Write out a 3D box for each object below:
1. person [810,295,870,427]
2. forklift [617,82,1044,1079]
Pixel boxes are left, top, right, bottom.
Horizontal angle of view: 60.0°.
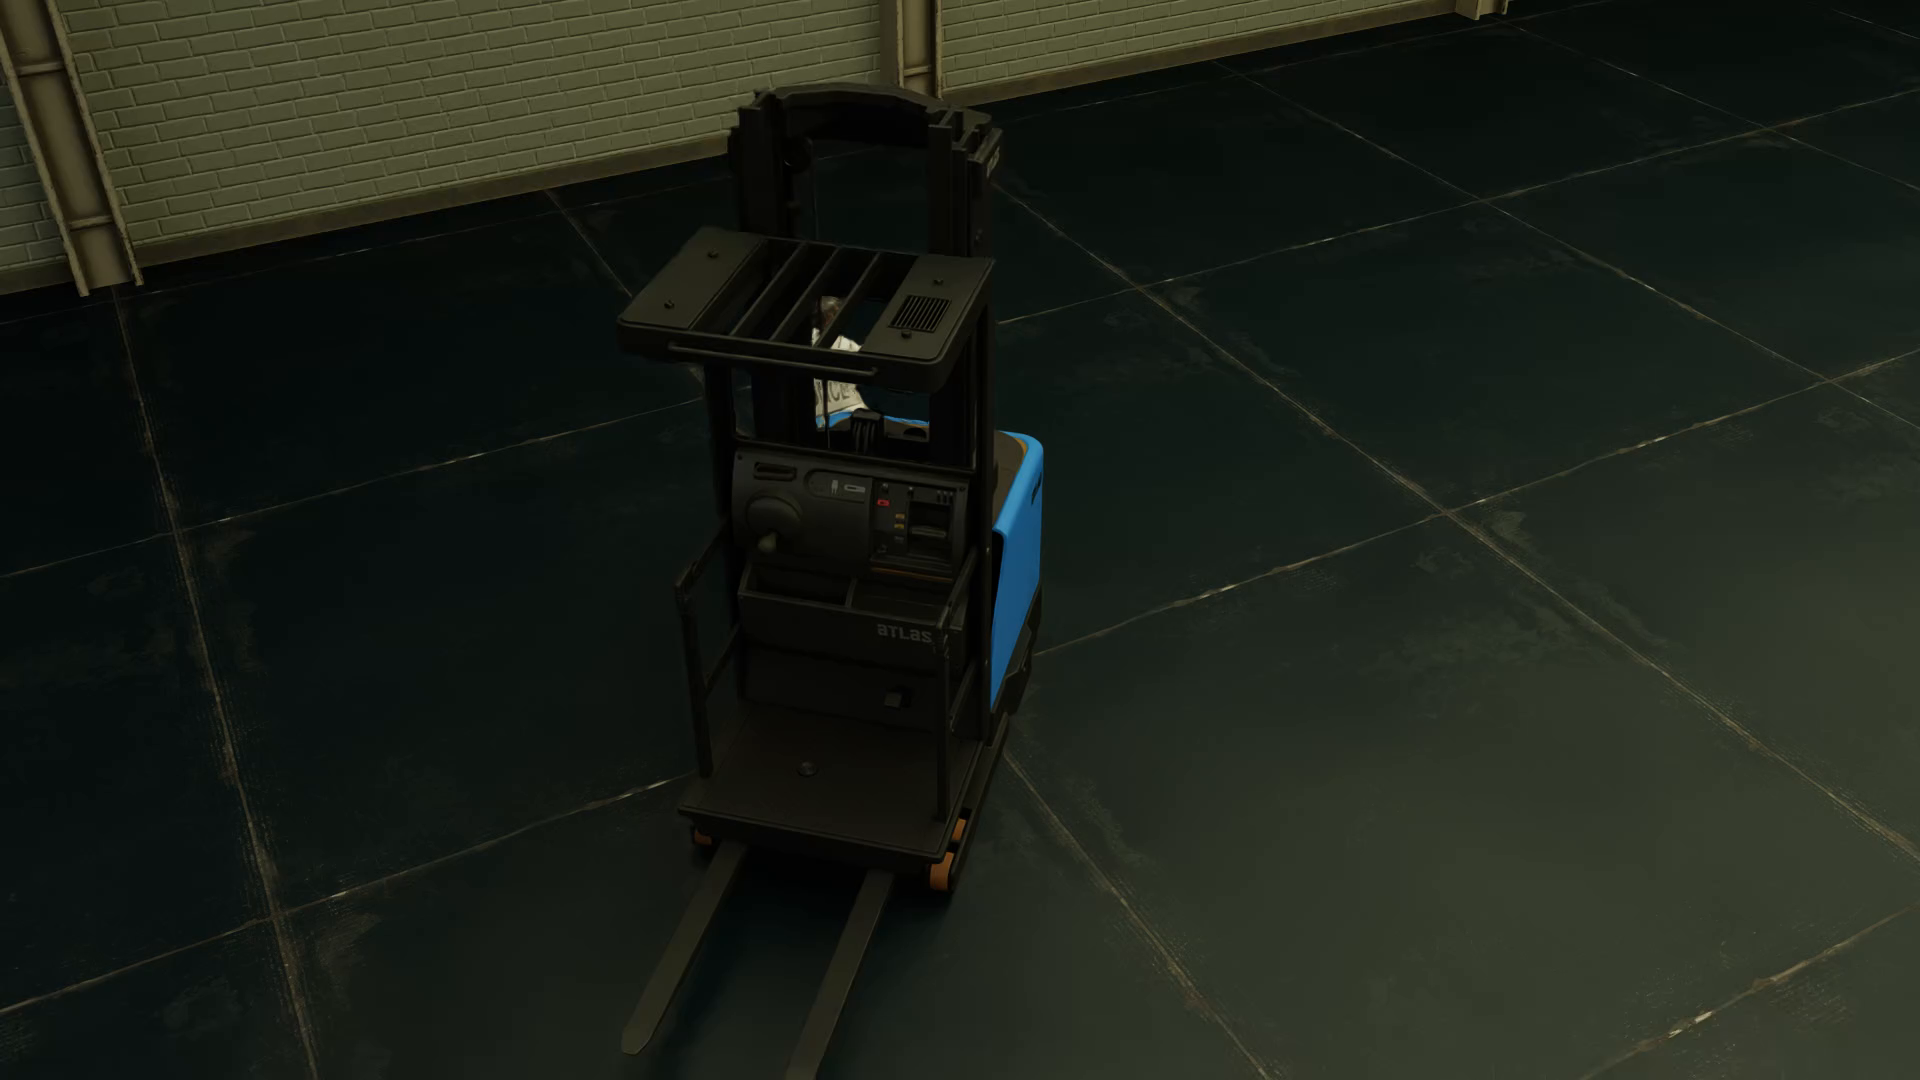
[{"bbox_3d":[-0.530,-0.626,8.299,0.916,1.432,0.836,-10,36,-13],"label":"person"},{"bbox_3d":[-0.477,-0.036,6.175,1.130,2.935,3.031,9,36,12],"label":"forklift"}]
